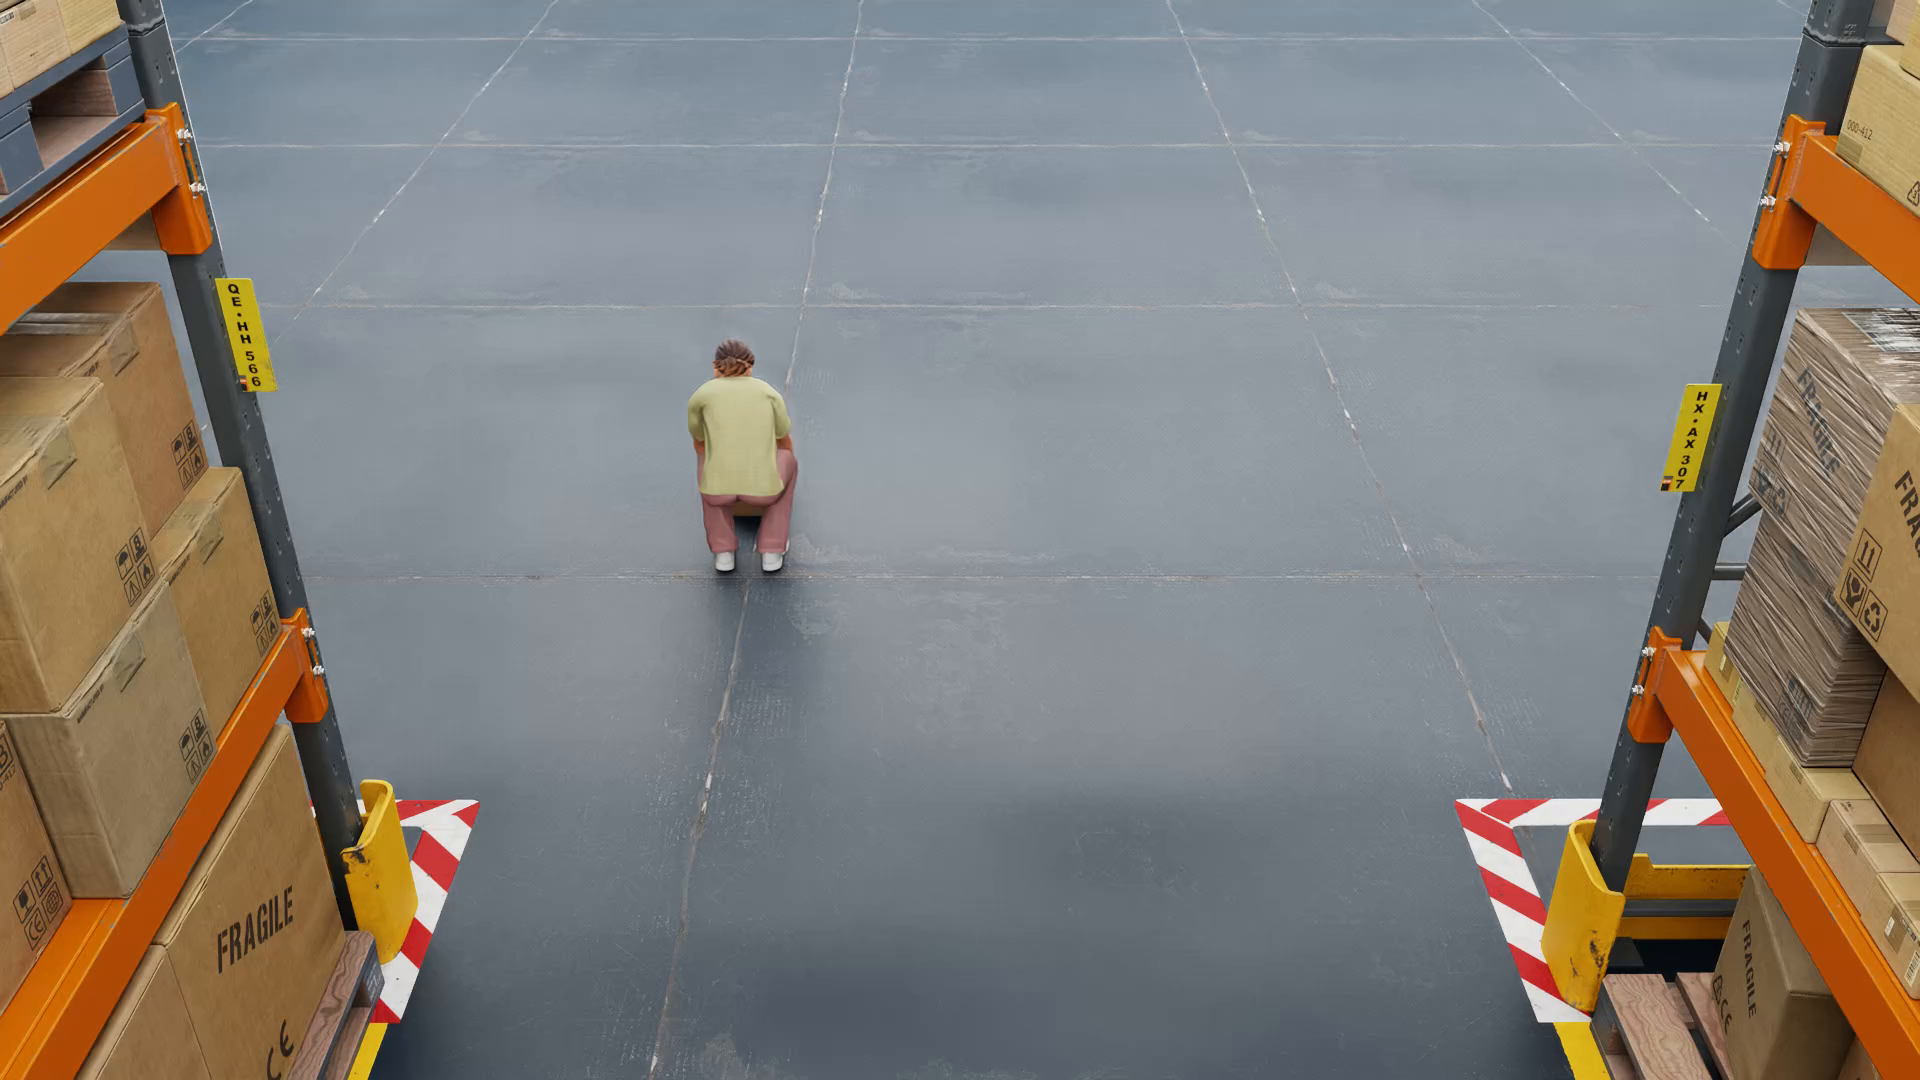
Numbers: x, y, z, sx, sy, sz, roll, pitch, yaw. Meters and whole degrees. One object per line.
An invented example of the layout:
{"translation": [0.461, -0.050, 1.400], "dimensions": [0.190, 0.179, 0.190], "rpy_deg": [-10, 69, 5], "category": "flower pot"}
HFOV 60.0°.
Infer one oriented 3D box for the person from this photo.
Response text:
{"translation": [-0.989, -0.366, 7.486], "dimensions": [0.490, 0.886, 0.800], "rpy_deg": [0, 32, 0], "category": "person"}
